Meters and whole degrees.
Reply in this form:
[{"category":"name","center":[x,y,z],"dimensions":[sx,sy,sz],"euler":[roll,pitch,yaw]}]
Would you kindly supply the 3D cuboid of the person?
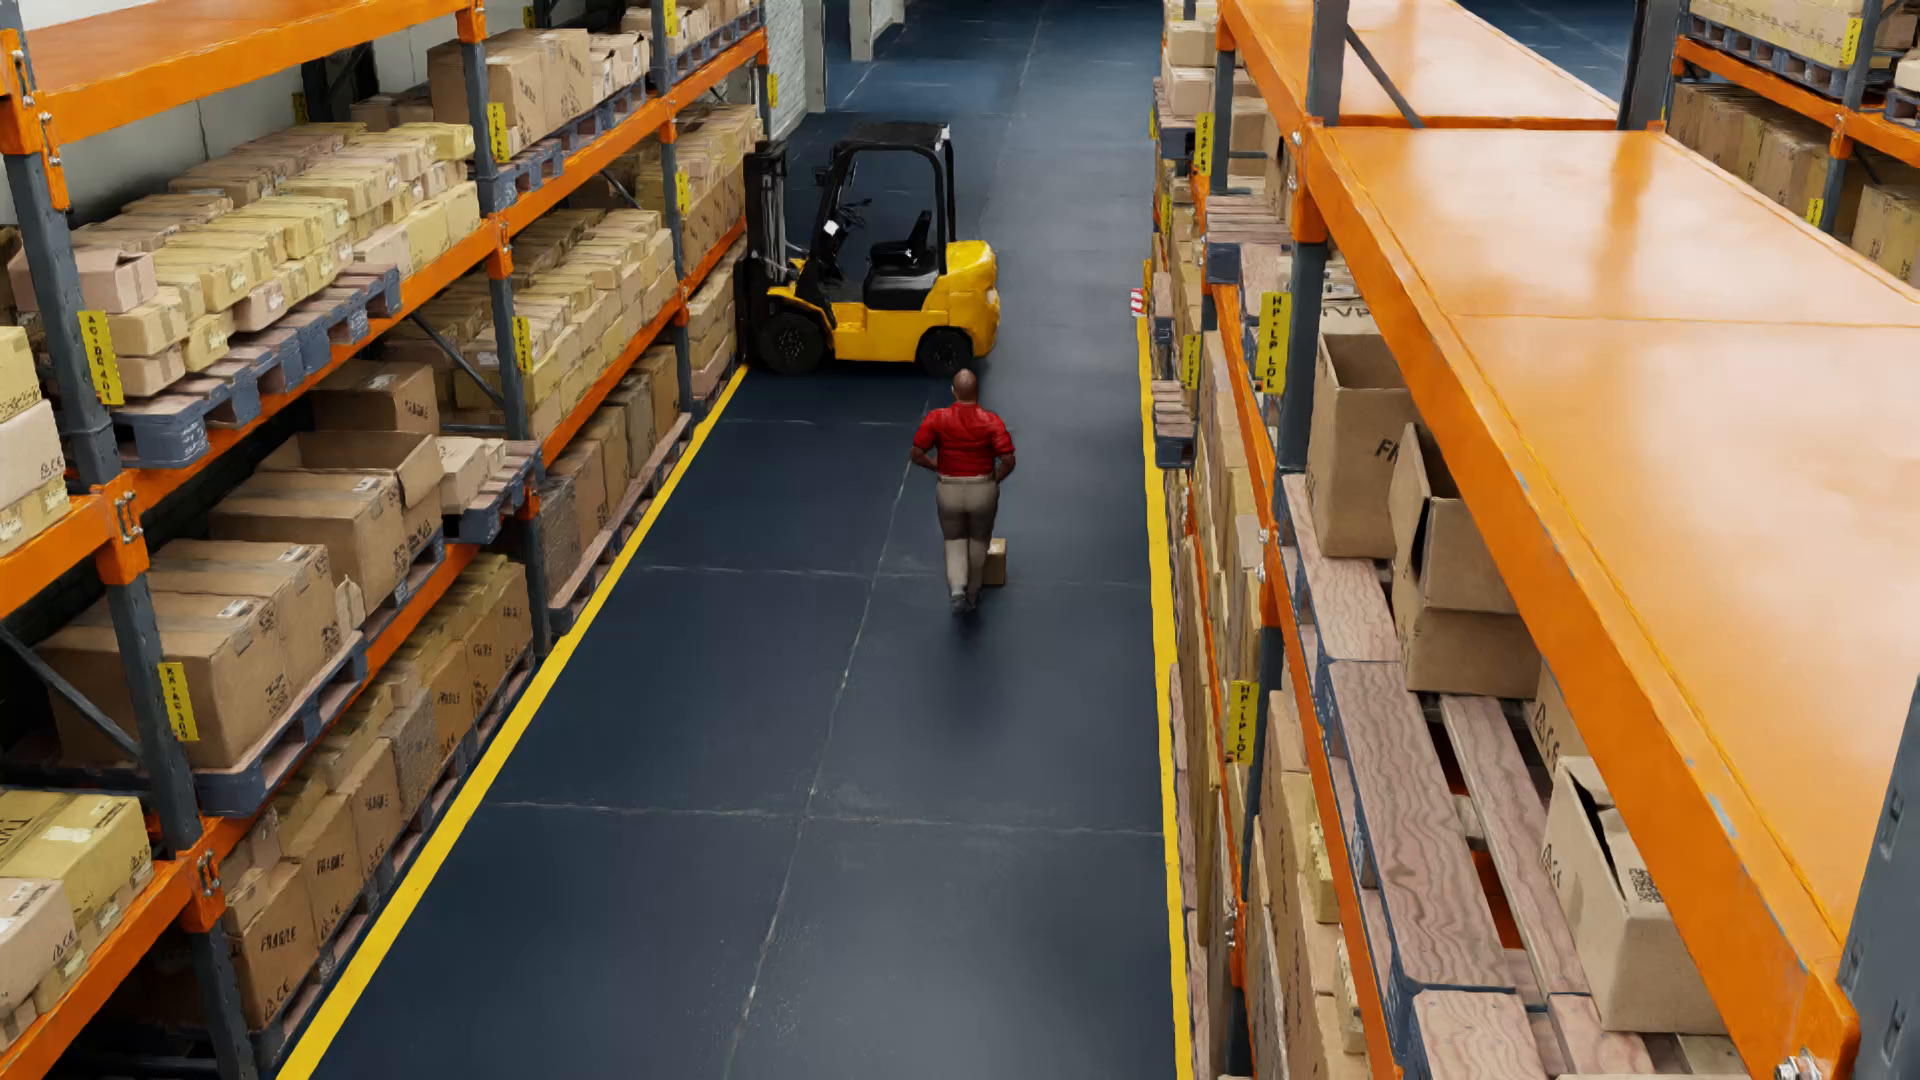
[{"category":"person","center":[0.028,-0.292,10.706],"dimensions":[0.678,1.693,0.638],"euler":[3,25,6]}]
